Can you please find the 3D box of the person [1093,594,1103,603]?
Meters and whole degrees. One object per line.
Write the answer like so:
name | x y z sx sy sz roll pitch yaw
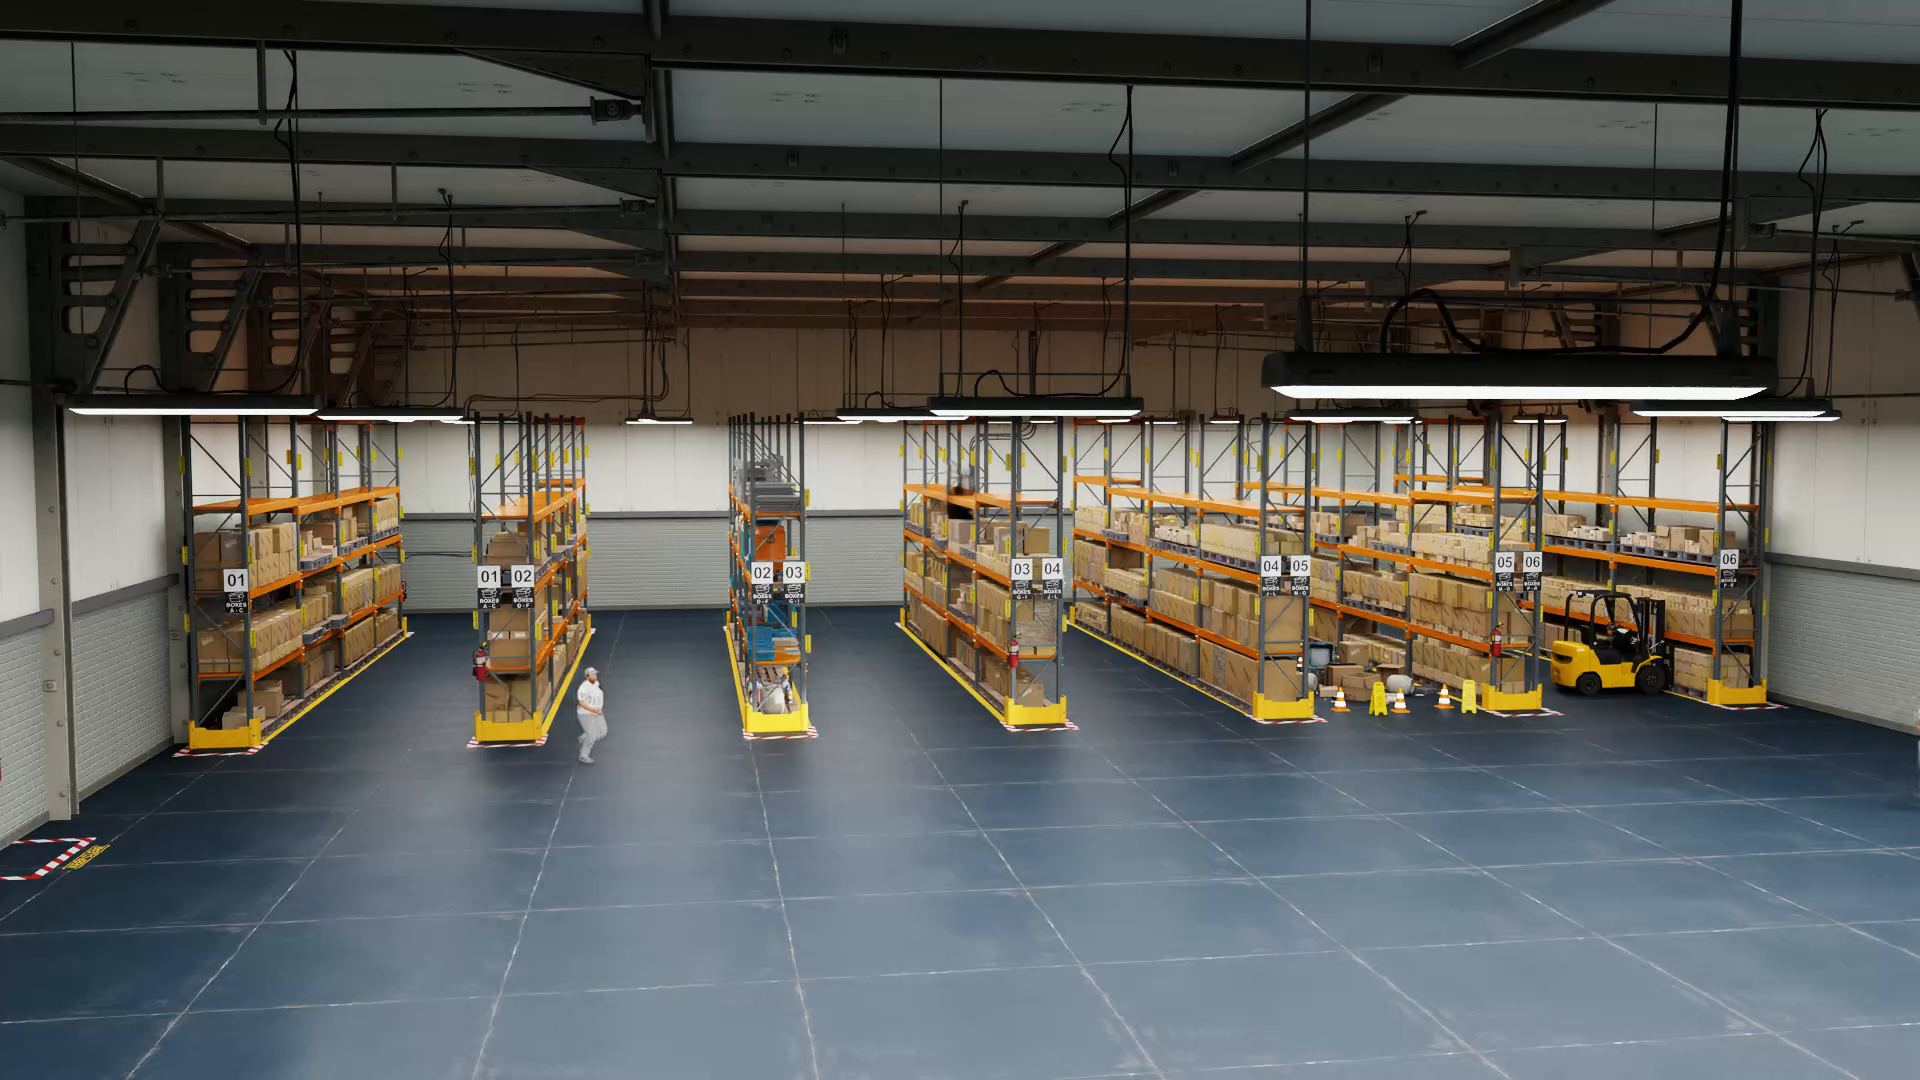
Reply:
person | 4.251 1.549 49.894 0.746 1.578 0.733 1 4 13

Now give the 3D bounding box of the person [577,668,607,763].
person | -6.313 2.988 28.466 0.615 1.634 0.630 2 4 25

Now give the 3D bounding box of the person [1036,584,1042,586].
person | 2.128 1.604 48.738 0.617 1.614 0.561 3 5 34
